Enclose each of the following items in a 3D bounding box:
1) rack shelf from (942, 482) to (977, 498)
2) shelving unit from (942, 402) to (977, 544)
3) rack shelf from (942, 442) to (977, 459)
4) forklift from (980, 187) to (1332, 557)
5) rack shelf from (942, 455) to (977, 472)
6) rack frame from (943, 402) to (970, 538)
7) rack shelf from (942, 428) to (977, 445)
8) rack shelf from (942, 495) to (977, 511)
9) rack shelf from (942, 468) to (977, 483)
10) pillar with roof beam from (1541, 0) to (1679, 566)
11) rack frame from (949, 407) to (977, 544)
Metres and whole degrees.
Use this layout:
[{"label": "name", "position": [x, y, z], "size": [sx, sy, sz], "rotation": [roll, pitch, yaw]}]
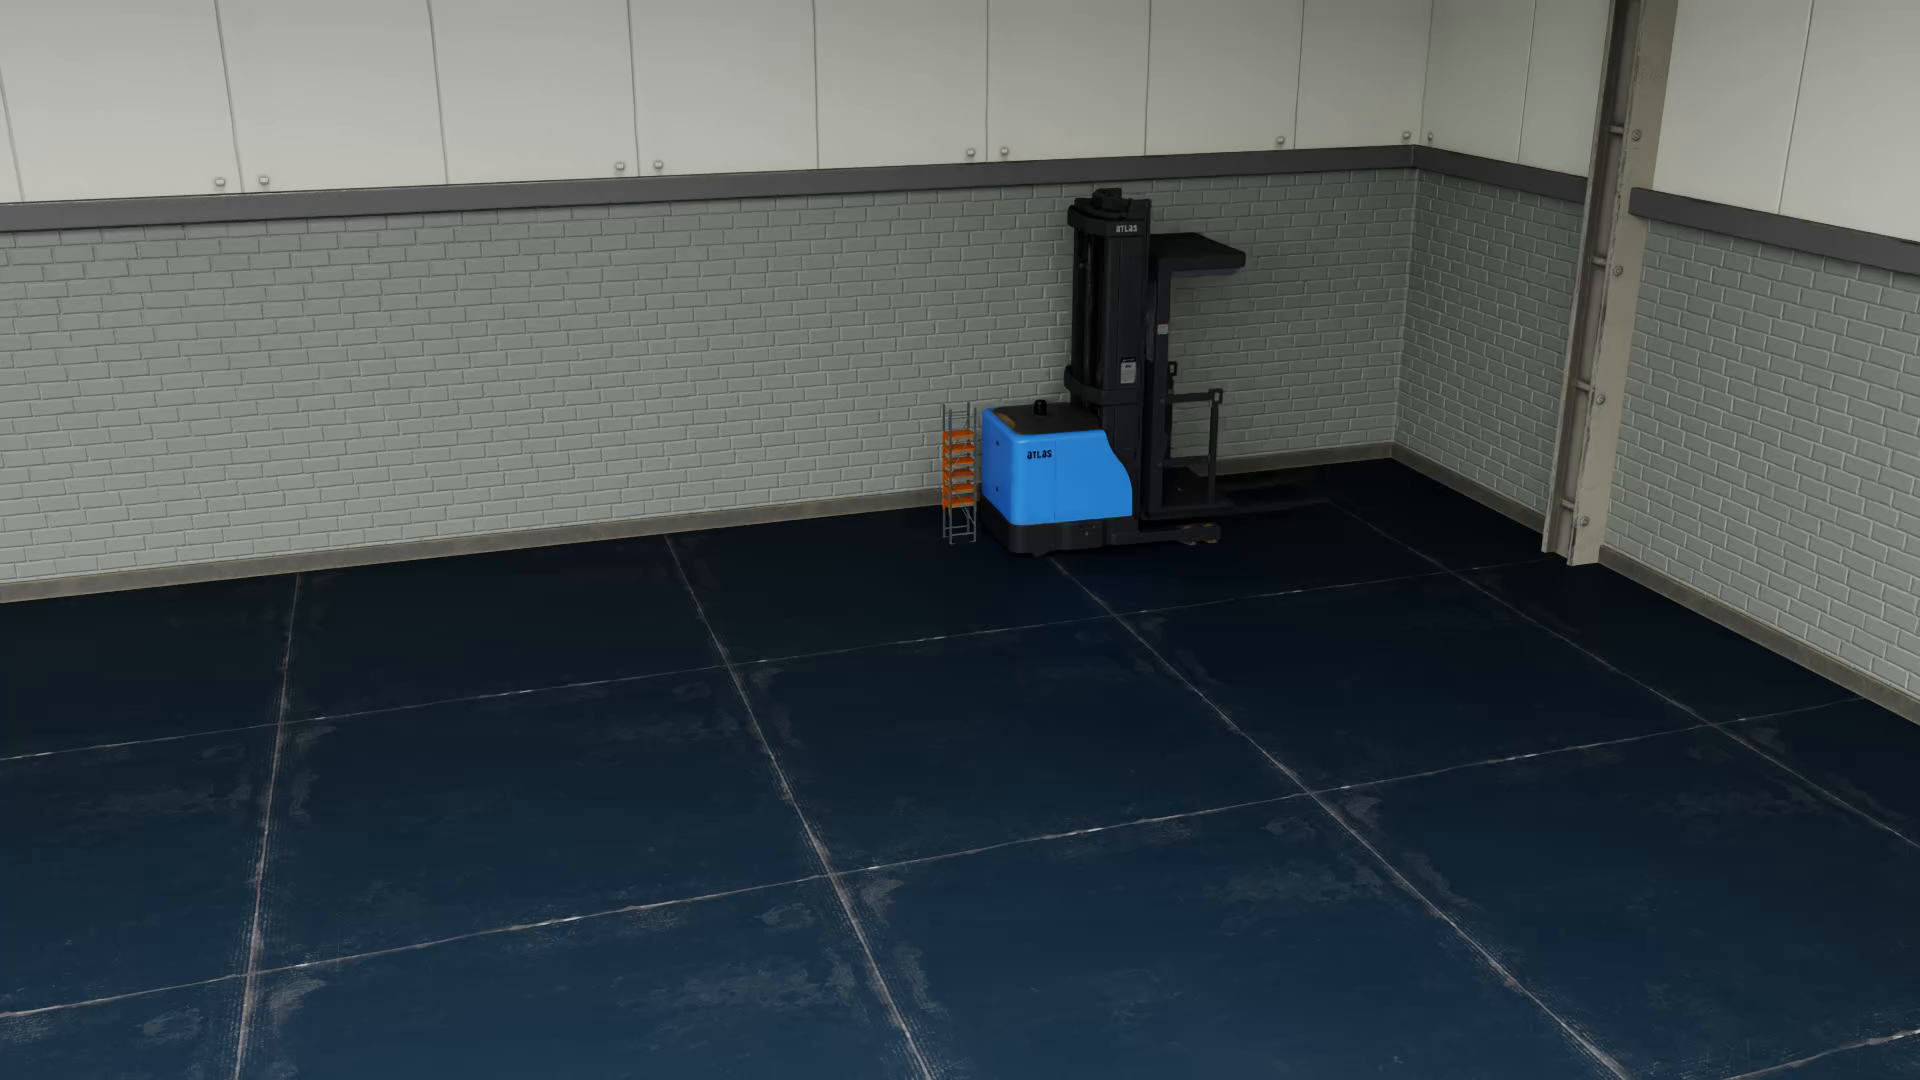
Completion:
[{"label": "rack shelf", "position": [-0.005, -0.415, 14.282], "size": [0.258, 0.103, 0.180], "rotation": [-6, 21, -17]}, {"label": "shelving unit", "position": [-0.005, -0.569, 14.227], "size": [0.258, 1.200, 0.189], "rotation": [-6, 21, -17]}, {"label": "rack shelf", "position": [-0.005, -0.753, 14.160], "size": [0.258, 0.103, 0.180], "rotation": [-6, 21, -17]}, {"label": "forklift", "position": [1.754, -1.499, 14.254], "size": [3.031, 2.935, 1.130], "rotation": [-5, 20, -15]}, {"label": "rack shelf", "position": [-0.005, -0.640, 14.201], "size": [0.258, 0.103, 0.180], "rotation": [-6, 21, -17]}, {"label": "rack frame", "position": [-0.033, -0.599, 14.308], "size": [0.240, 1.200, 0.006], "rotation": [-6, 21, -17]}, {"label": "rack shelf", "position": [-0.005, -0.866, 14.120], "size": [0.258, 0.103, 0.180], "rotation": [-6, 21, -17]}, {"label": "rack shelf", "position": [-0.005, -0.302, 14.323], "size": [0.258, 0.103, 0.180], "rotation": [-6, 21, -17]}, {"label": "rack shelf", "position": [-0.005, -0.528, 14.242], "size": [0.258, 0.103, 0.180], "rotation": [-6, 21, -17]}, {"label": "pillar with roof beam", "position": [1.069, -3.643, 11.246], "size": [9.100, 9.000, 0.400], "rotation": [-6, 21, -17]}, {"label": "rack frame", "position": [0.024, -0.540, 14.145], "size": [0.240, 1.200, 0.006], "rotation": [-6, 21, -17]}]
